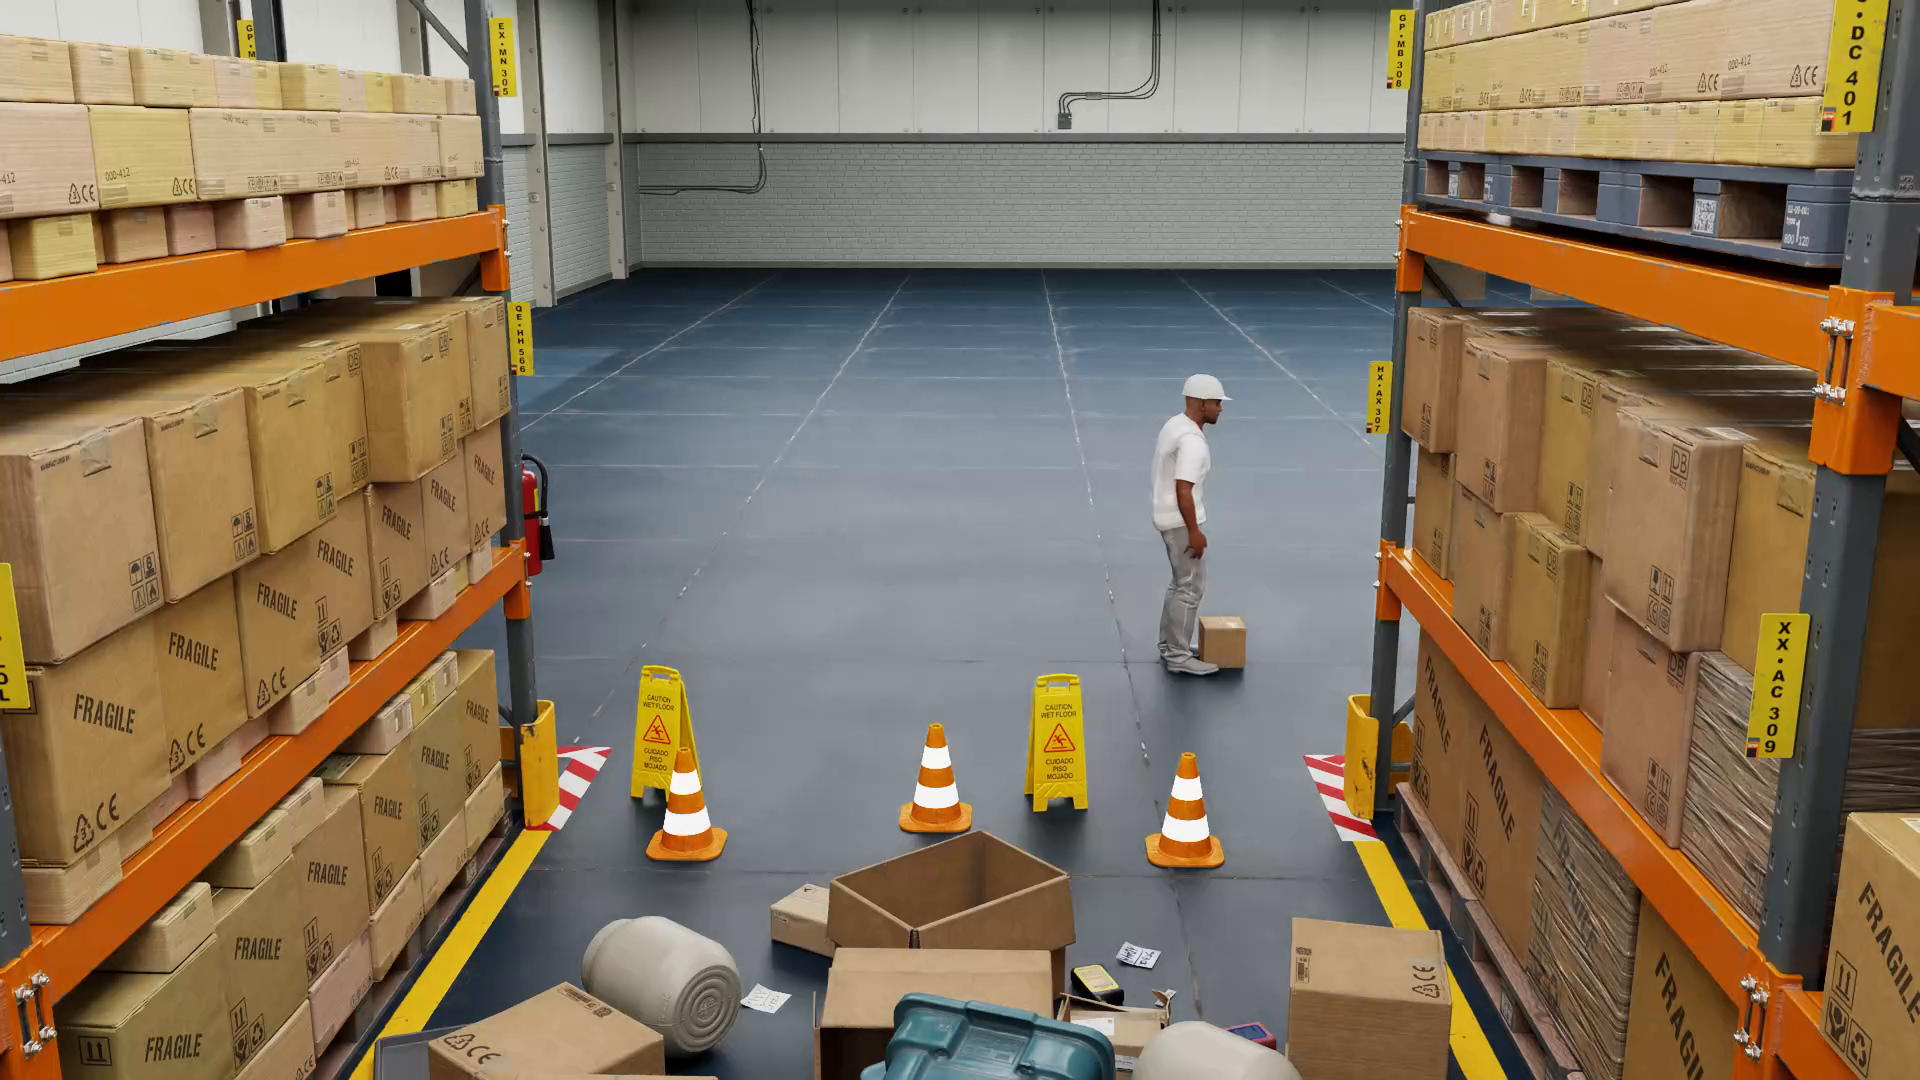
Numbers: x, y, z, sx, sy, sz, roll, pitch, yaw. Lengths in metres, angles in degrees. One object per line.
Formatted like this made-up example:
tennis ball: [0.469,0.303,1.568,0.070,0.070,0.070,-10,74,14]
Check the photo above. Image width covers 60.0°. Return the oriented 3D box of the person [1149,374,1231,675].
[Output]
person: [1.359,-0.109,9.902,0.458,1.761,0.628,0,14,2]
